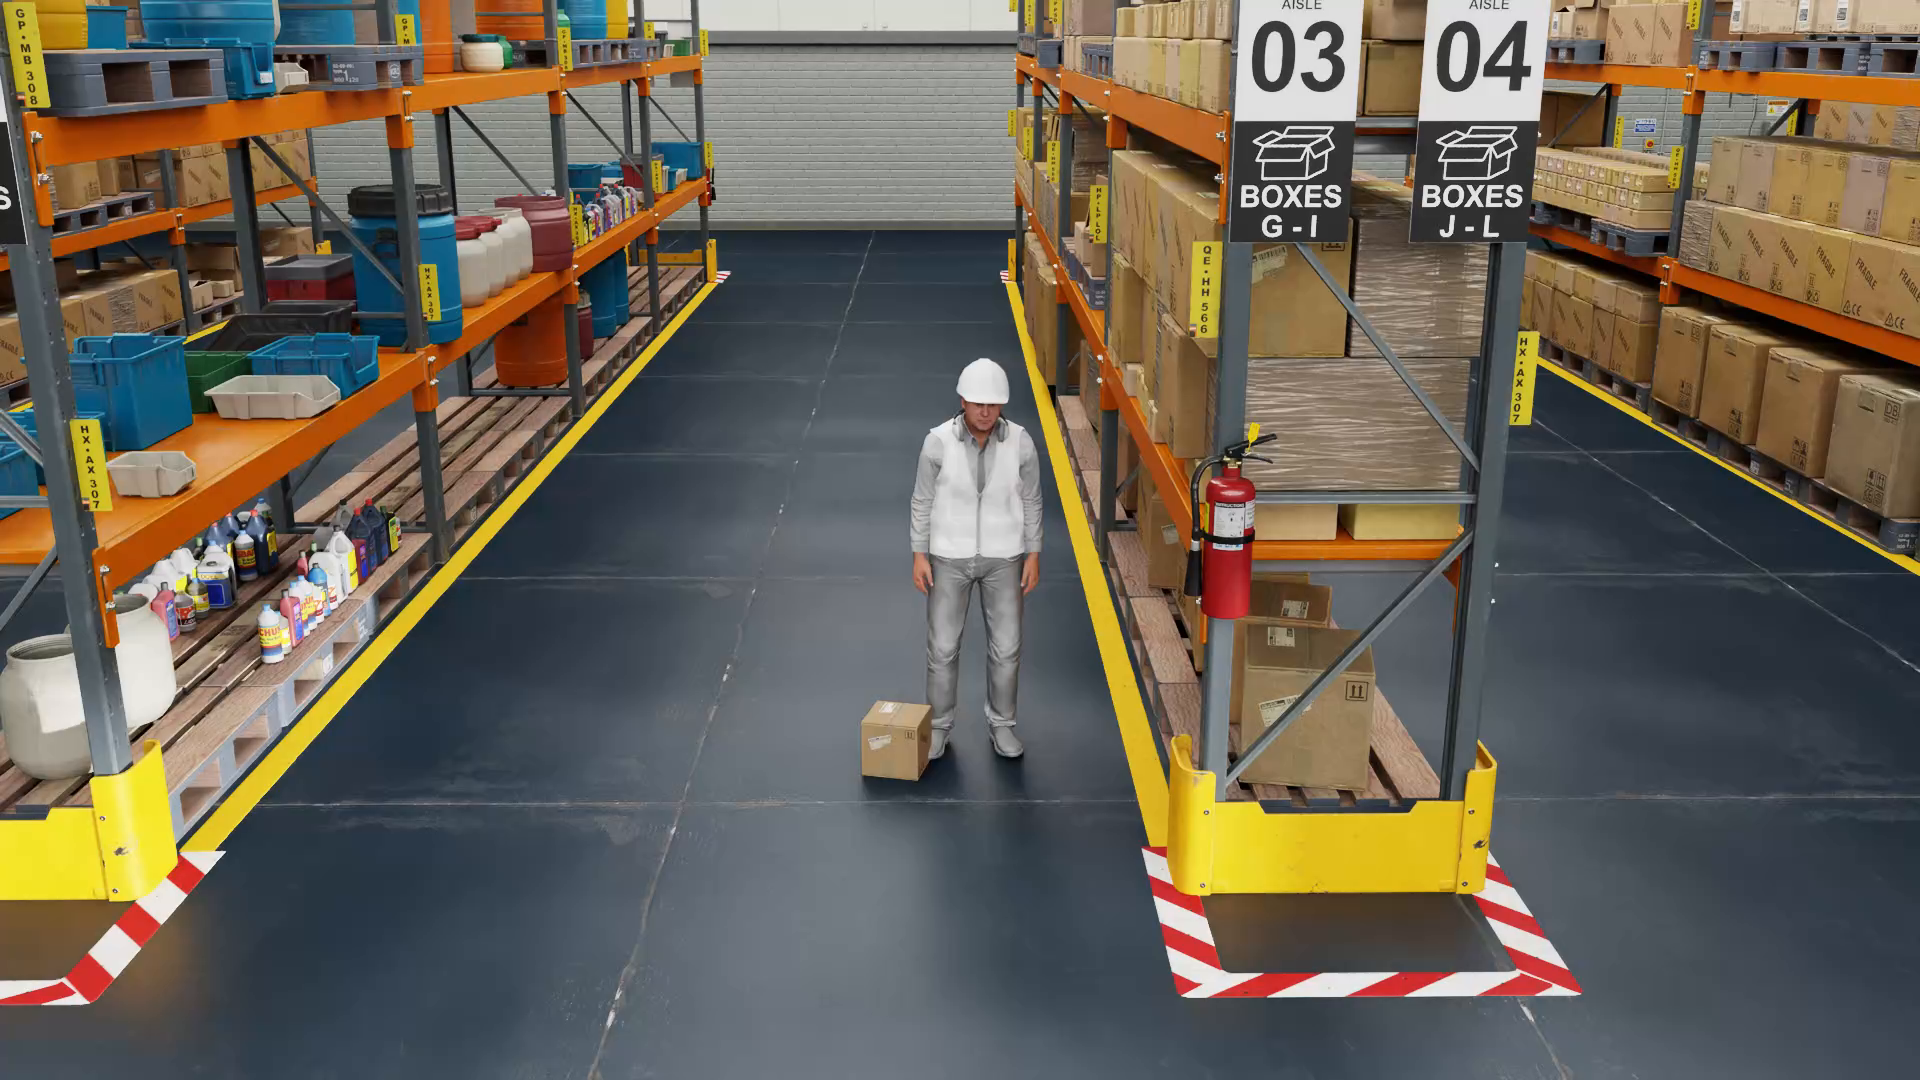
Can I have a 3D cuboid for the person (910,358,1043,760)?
[{"bbox_3d":[0.073,0.078,7.245,0.579,1.771,0.462,-1,17,-4],"label":"person"}]
